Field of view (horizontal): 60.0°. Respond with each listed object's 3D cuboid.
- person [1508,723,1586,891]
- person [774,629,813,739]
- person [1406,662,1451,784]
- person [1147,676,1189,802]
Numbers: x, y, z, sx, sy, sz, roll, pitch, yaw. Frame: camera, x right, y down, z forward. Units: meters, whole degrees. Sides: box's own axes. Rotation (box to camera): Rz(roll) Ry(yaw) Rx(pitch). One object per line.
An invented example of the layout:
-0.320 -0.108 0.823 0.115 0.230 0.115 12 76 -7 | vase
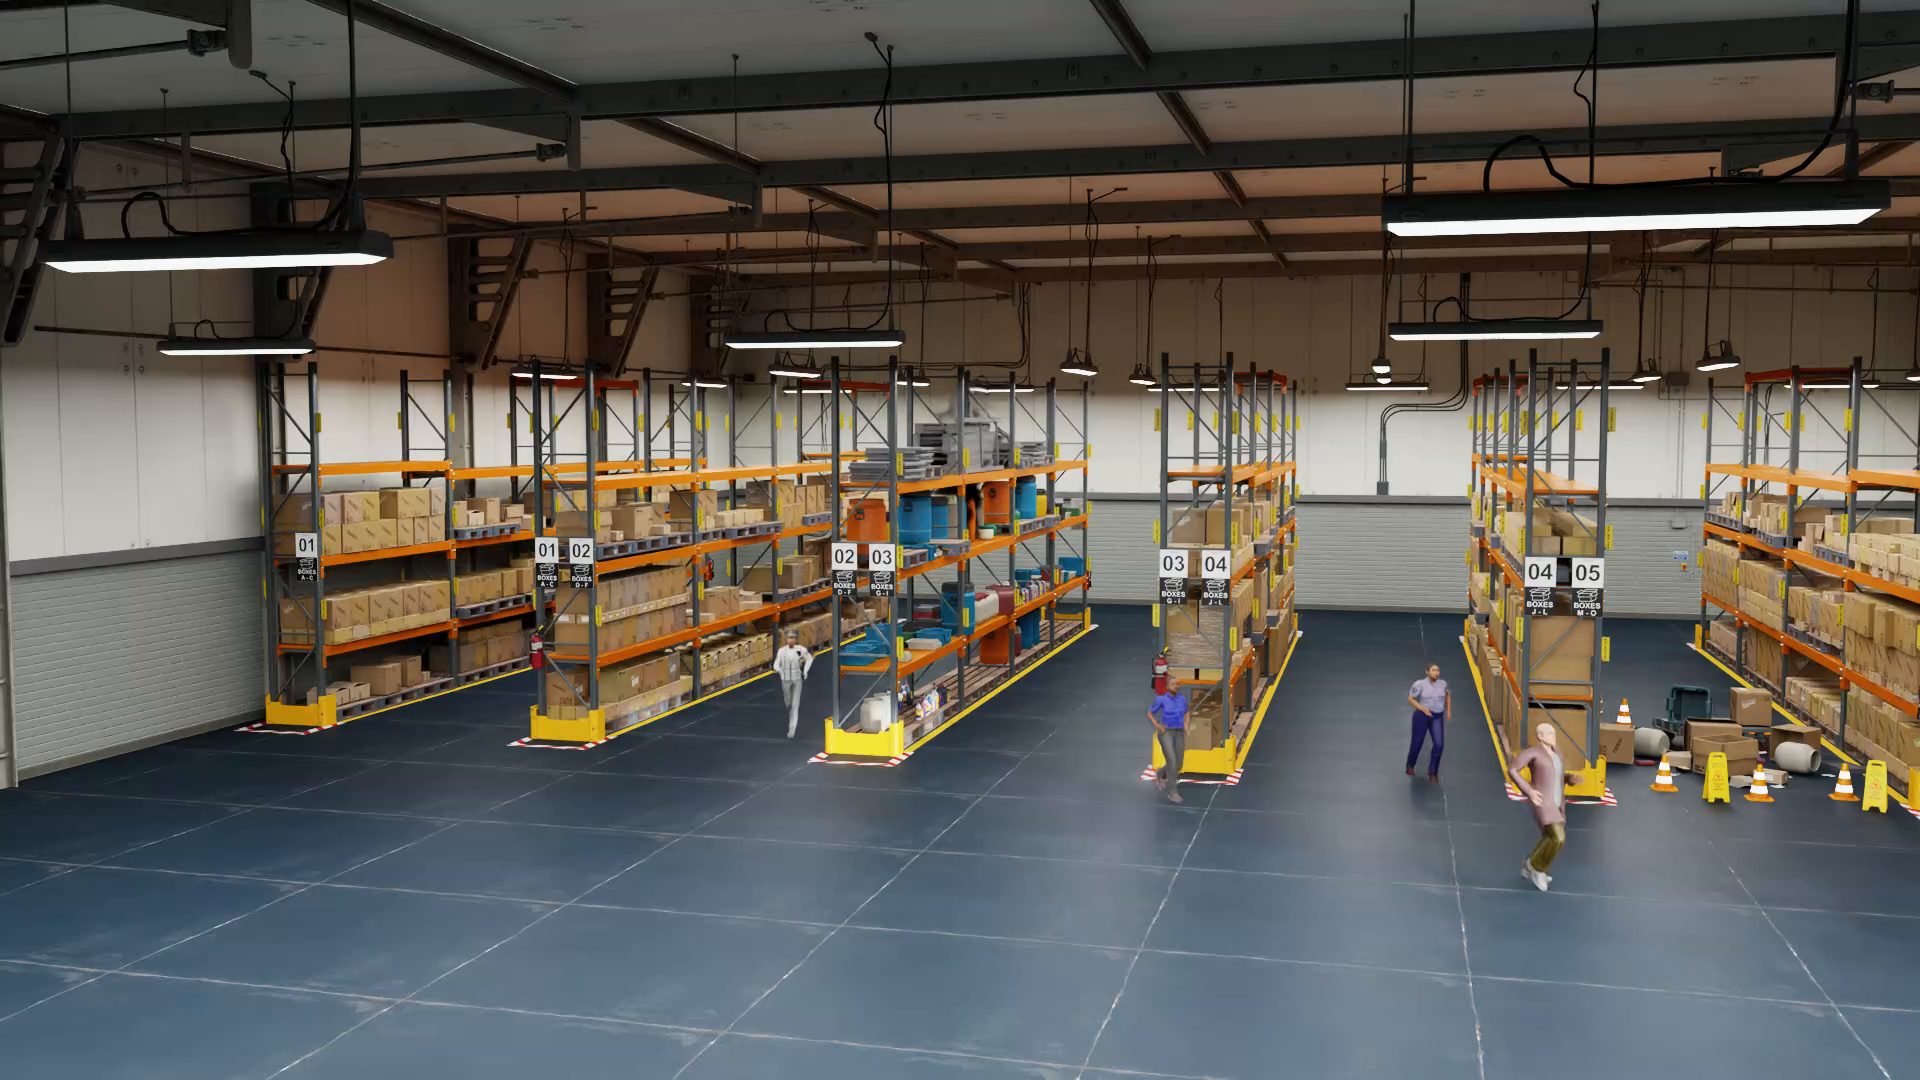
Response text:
6.333 2.871 17.861 0.686 1.790 0.715 -3 5 -36 | person
-2.693 2.275 26.781 0.616 1.705 0.915 0 4 4 | person
6.591 2.568 23.323 0.647 1.703 0.644 0 4 -2 | person
2.803 2.652 22.244 0.630 1.651 0.683 -2 4 -21 | person
